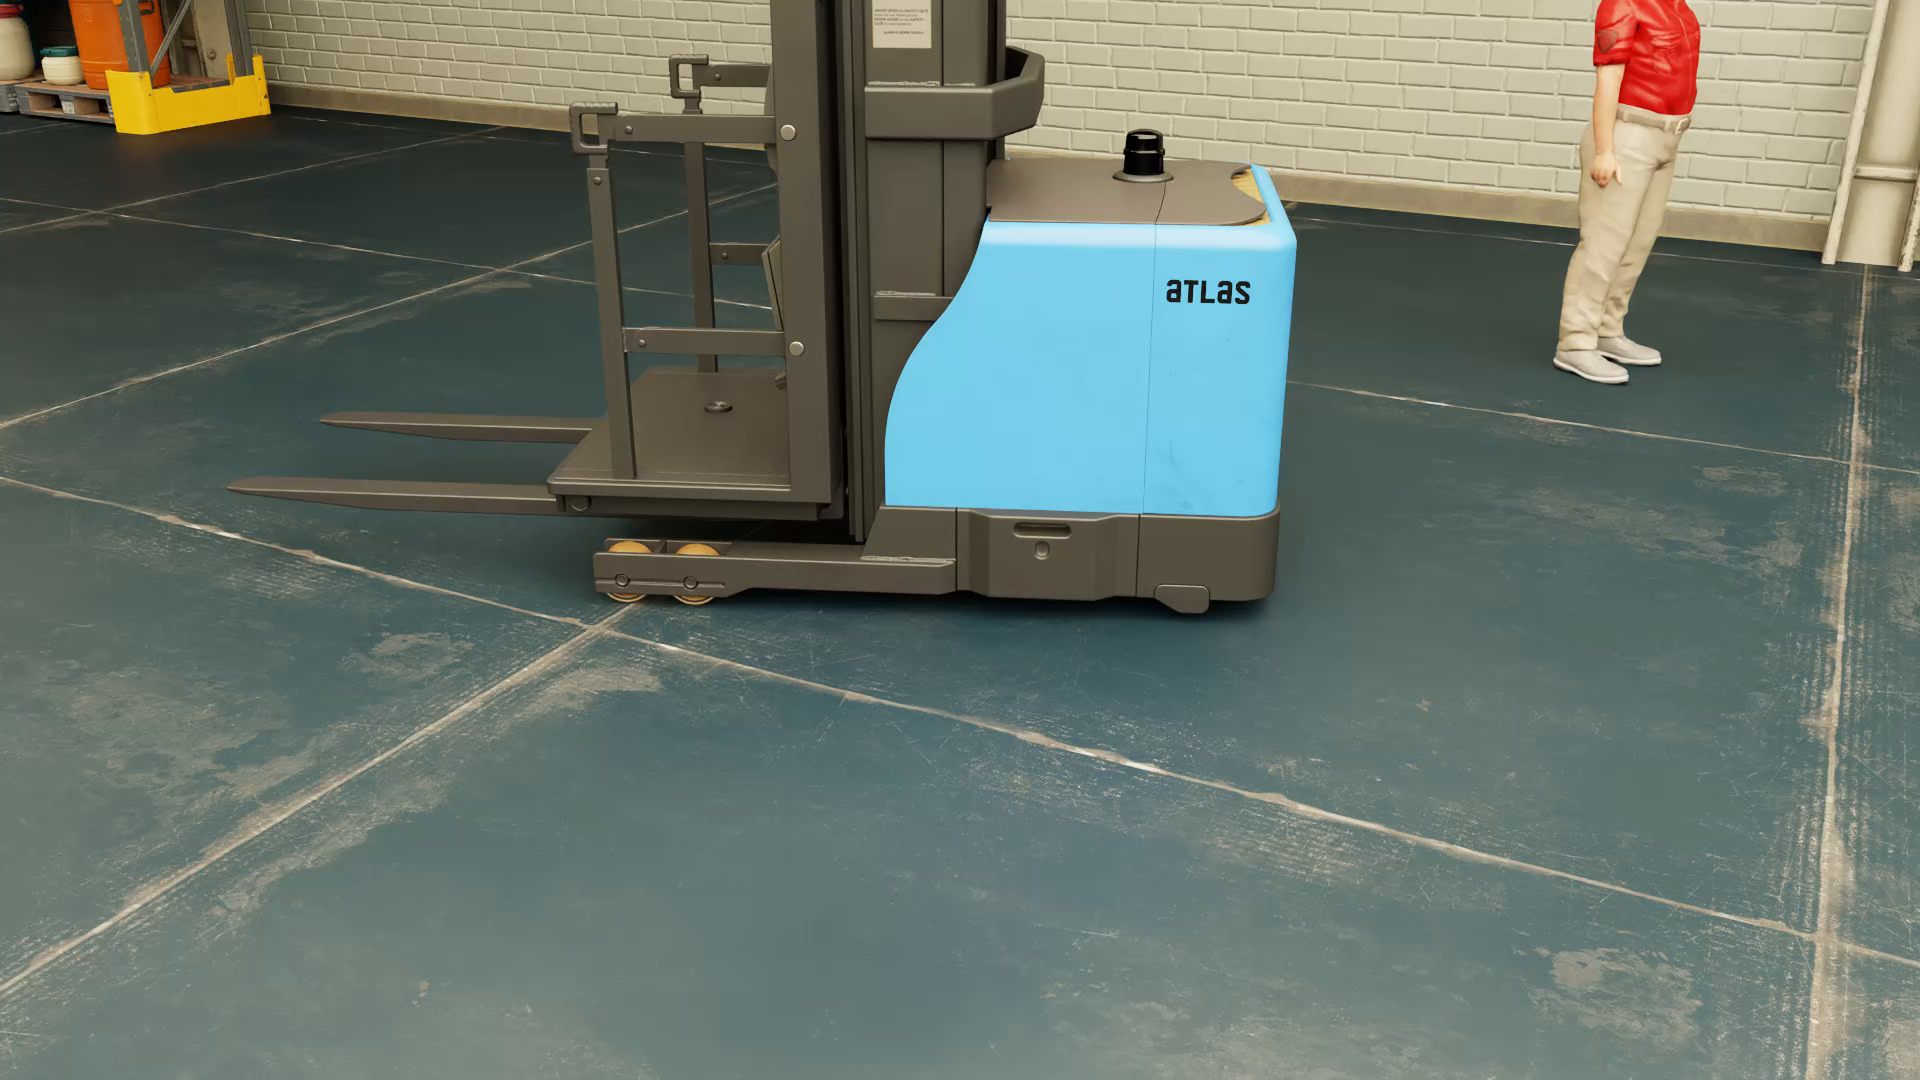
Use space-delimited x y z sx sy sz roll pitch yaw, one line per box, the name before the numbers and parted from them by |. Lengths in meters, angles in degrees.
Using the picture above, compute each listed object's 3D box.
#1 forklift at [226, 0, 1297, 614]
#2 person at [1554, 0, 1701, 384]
forklift | -0.606 -1.371 4.546 3.031 2.935 1.130 2 23 5
person | 2.613 -1.505 6.408 0.525 1.730 0.369 -21 31 -41
